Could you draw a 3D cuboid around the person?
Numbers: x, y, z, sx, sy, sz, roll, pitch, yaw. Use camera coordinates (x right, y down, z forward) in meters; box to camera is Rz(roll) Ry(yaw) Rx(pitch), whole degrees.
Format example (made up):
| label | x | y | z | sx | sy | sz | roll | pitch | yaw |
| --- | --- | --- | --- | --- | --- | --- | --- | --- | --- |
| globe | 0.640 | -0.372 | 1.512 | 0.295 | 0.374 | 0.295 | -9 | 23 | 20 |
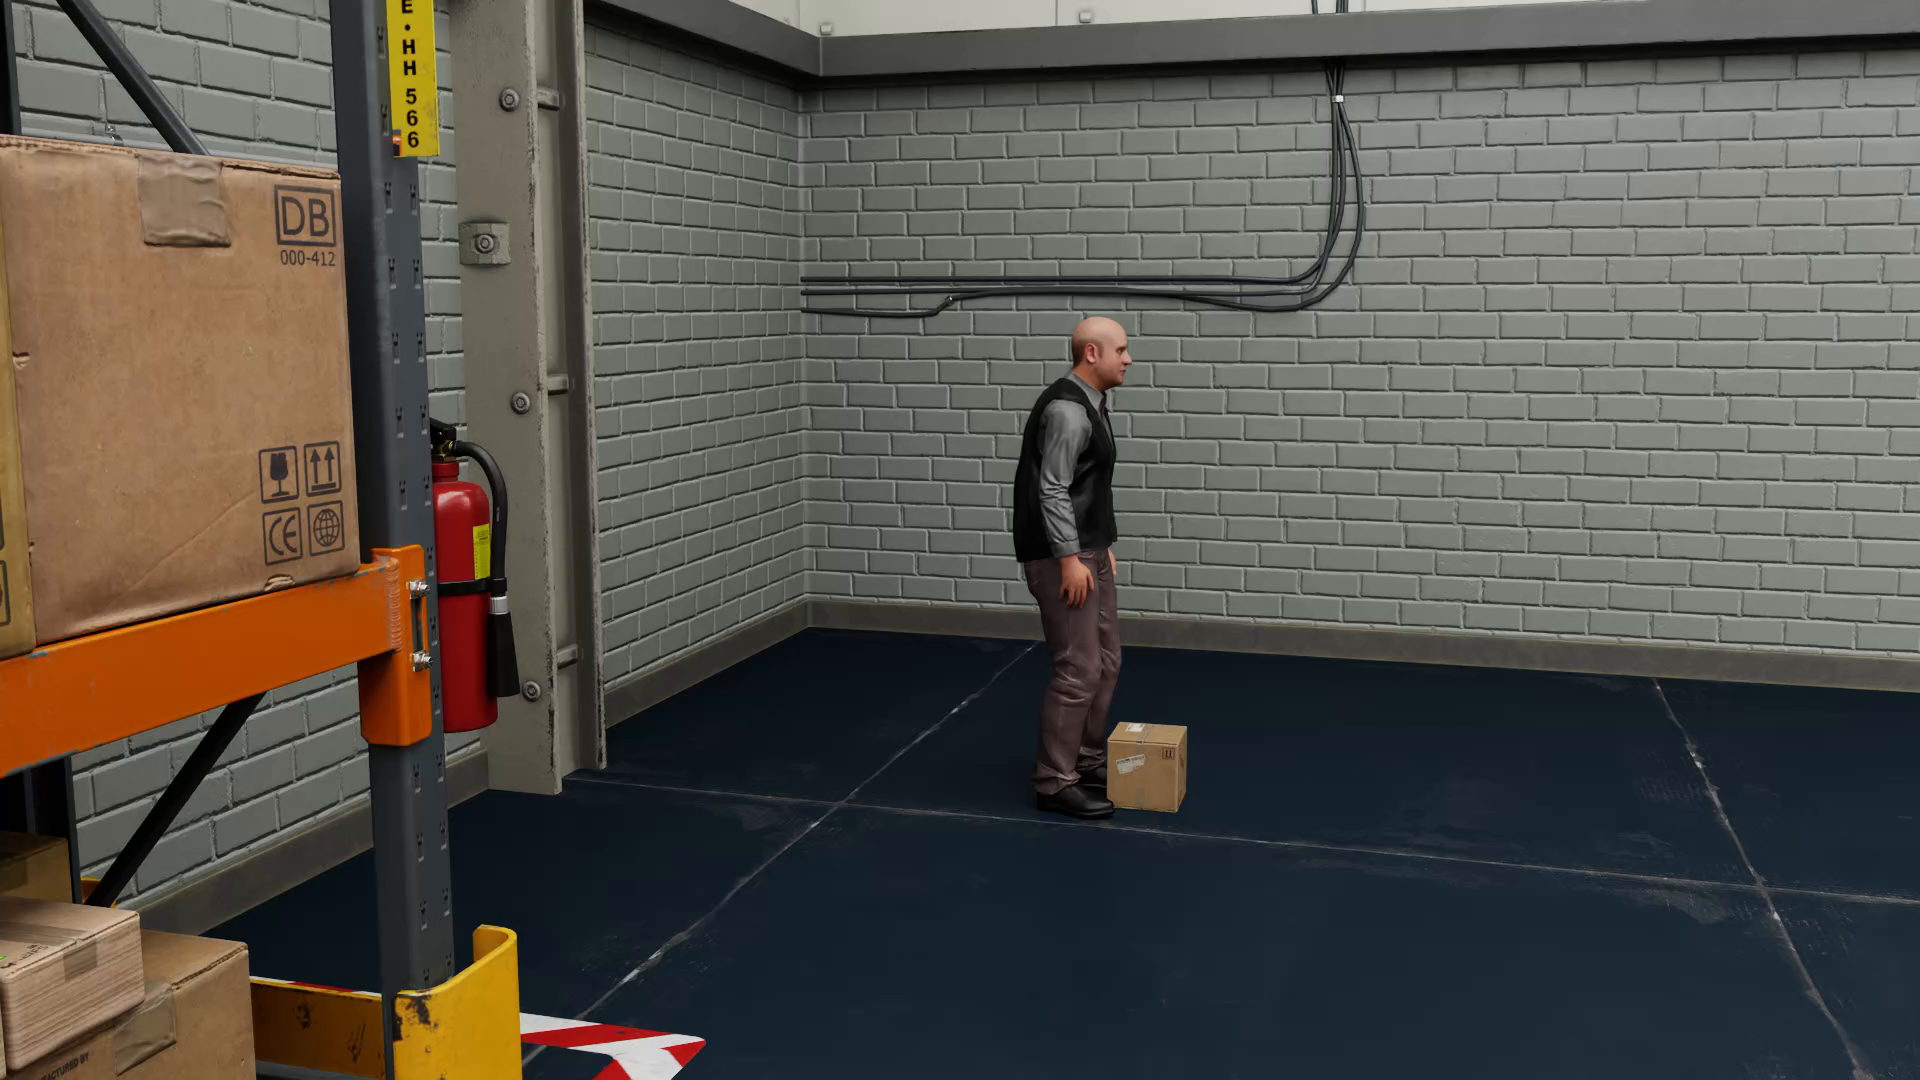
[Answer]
| label | x | y | z | sx | sy | sz | roll | pitch | yaw |
| --- | --- | --- | --- | --- | --- | --- | --- | --- | --- |
| person | 0.421 | 0.073 | 5.906 | 0.460 | 1.721 | 0.580 | 2 | 9 | 16 |
